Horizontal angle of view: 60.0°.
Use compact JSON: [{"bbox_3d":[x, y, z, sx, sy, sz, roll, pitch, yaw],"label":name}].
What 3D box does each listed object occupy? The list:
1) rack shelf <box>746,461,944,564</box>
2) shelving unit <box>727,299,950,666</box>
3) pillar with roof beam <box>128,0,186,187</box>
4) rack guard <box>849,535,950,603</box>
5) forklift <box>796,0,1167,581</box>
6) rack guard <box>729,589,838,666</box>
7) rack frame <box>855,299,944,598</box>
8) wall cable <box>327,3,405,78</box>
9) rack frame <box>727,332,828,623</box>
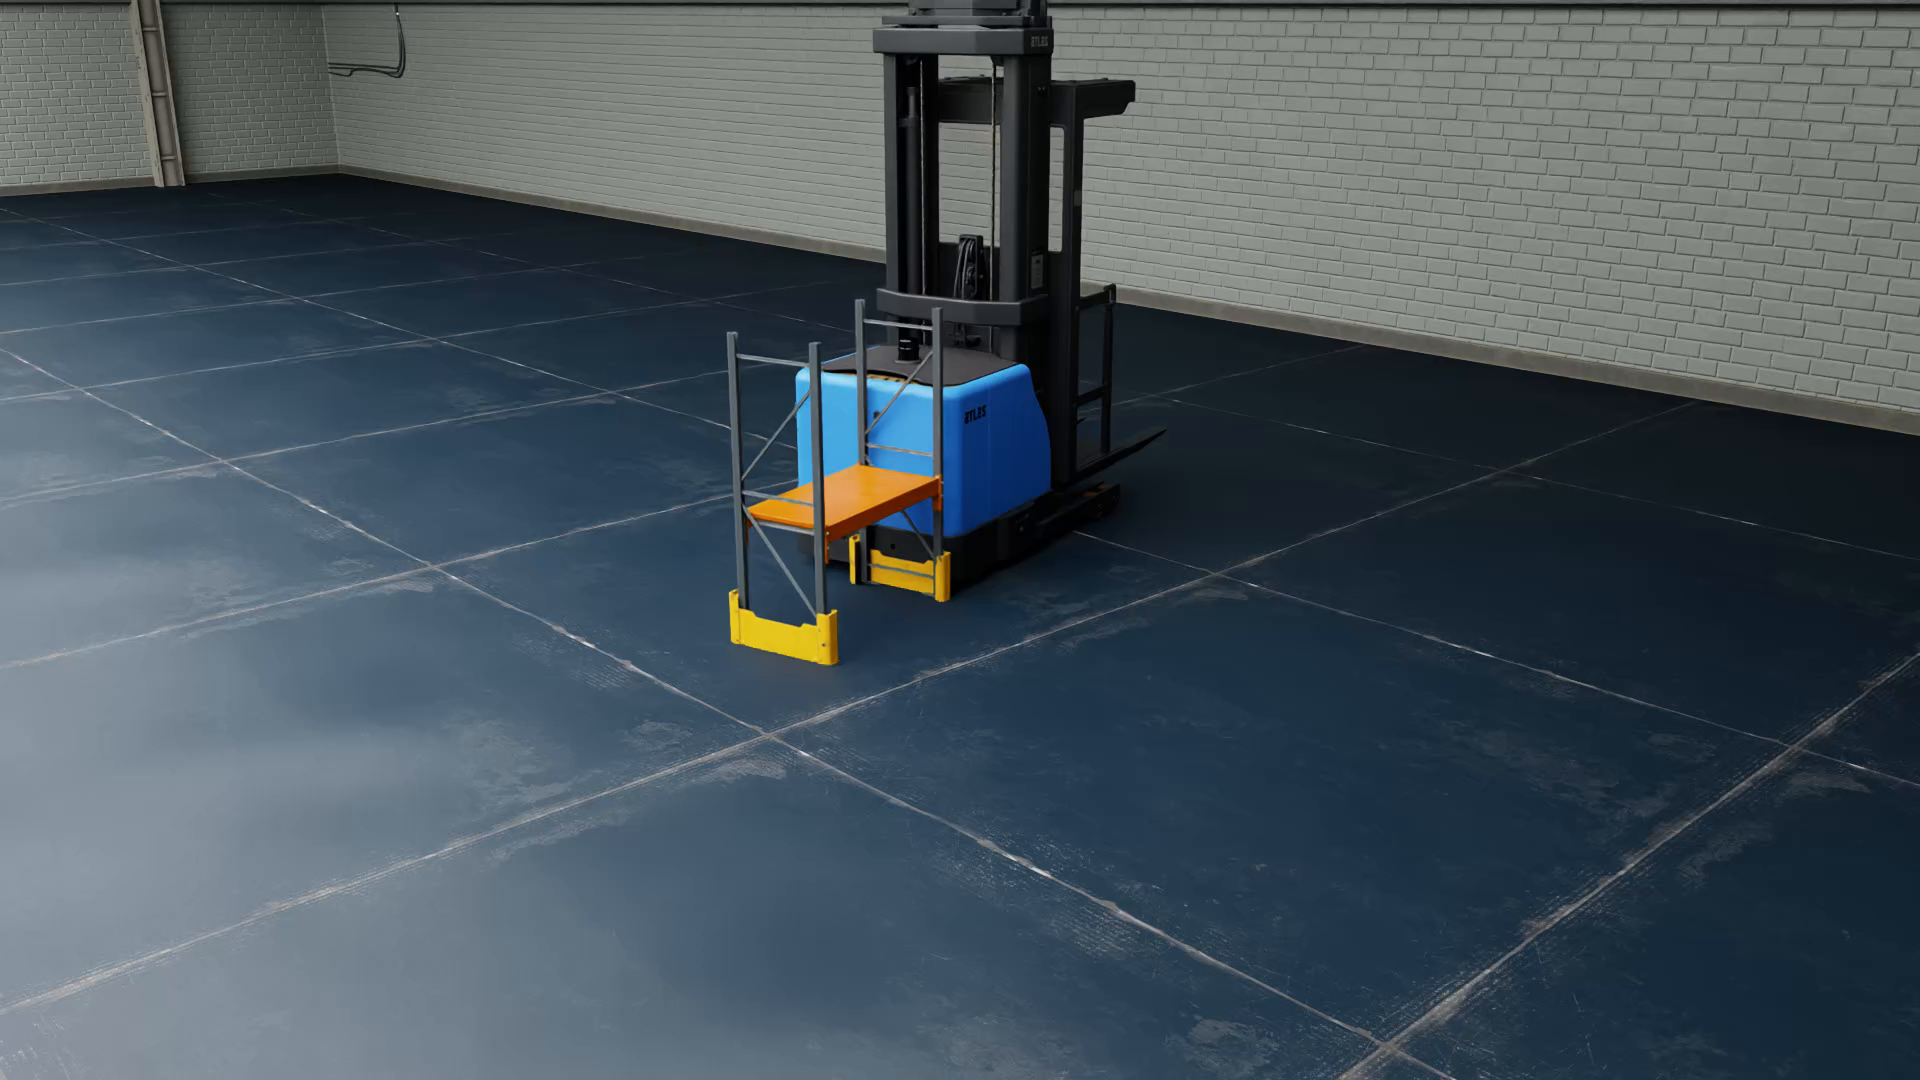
[{"bbox_3d":[-0.568,-0.149,8.095,0.538,0.185,1.000,11,21,30],"label":"rack shelf"},{"bbox_3d":[-0.573,-0.317,8.032,0.587,1.500,1.083,11,21,30],"label":"shelving unit"},{"bbox_3d":[-10.198,-9.220,23.331,0.400,9.000,9.100,-16,24,-41],"label":"pillar with roof beam"},{"bbox_3d":[-0.314,0.146,8.630,0.587,0.250,0.087,11,21,30],"label":"rack guard"},{"bbox_3d":[0.307,-1.582,9.611,1.130,2.935,3.031,11,21,30],"label":"forklift"},{"bbox_3d":[-0.832,0.408,7.820,0.587,0.250,0.087,11,21,30],"label":"rack guard"},{"bbox_3d":[-0.304,-0.454,8.453,0.500,1.500,0.032,11,21,30],"label":"rack frame"},{"bbox_3d":[-10.106,-9.036,27.797,0.112,2.526,3.097,-16,24,-41],"label":"wall cable"},{"bbox_3d":[-0.832,-0.186,7.626,0.500,1.500,0.032,11,21,30],"label":"rack frame"}]
